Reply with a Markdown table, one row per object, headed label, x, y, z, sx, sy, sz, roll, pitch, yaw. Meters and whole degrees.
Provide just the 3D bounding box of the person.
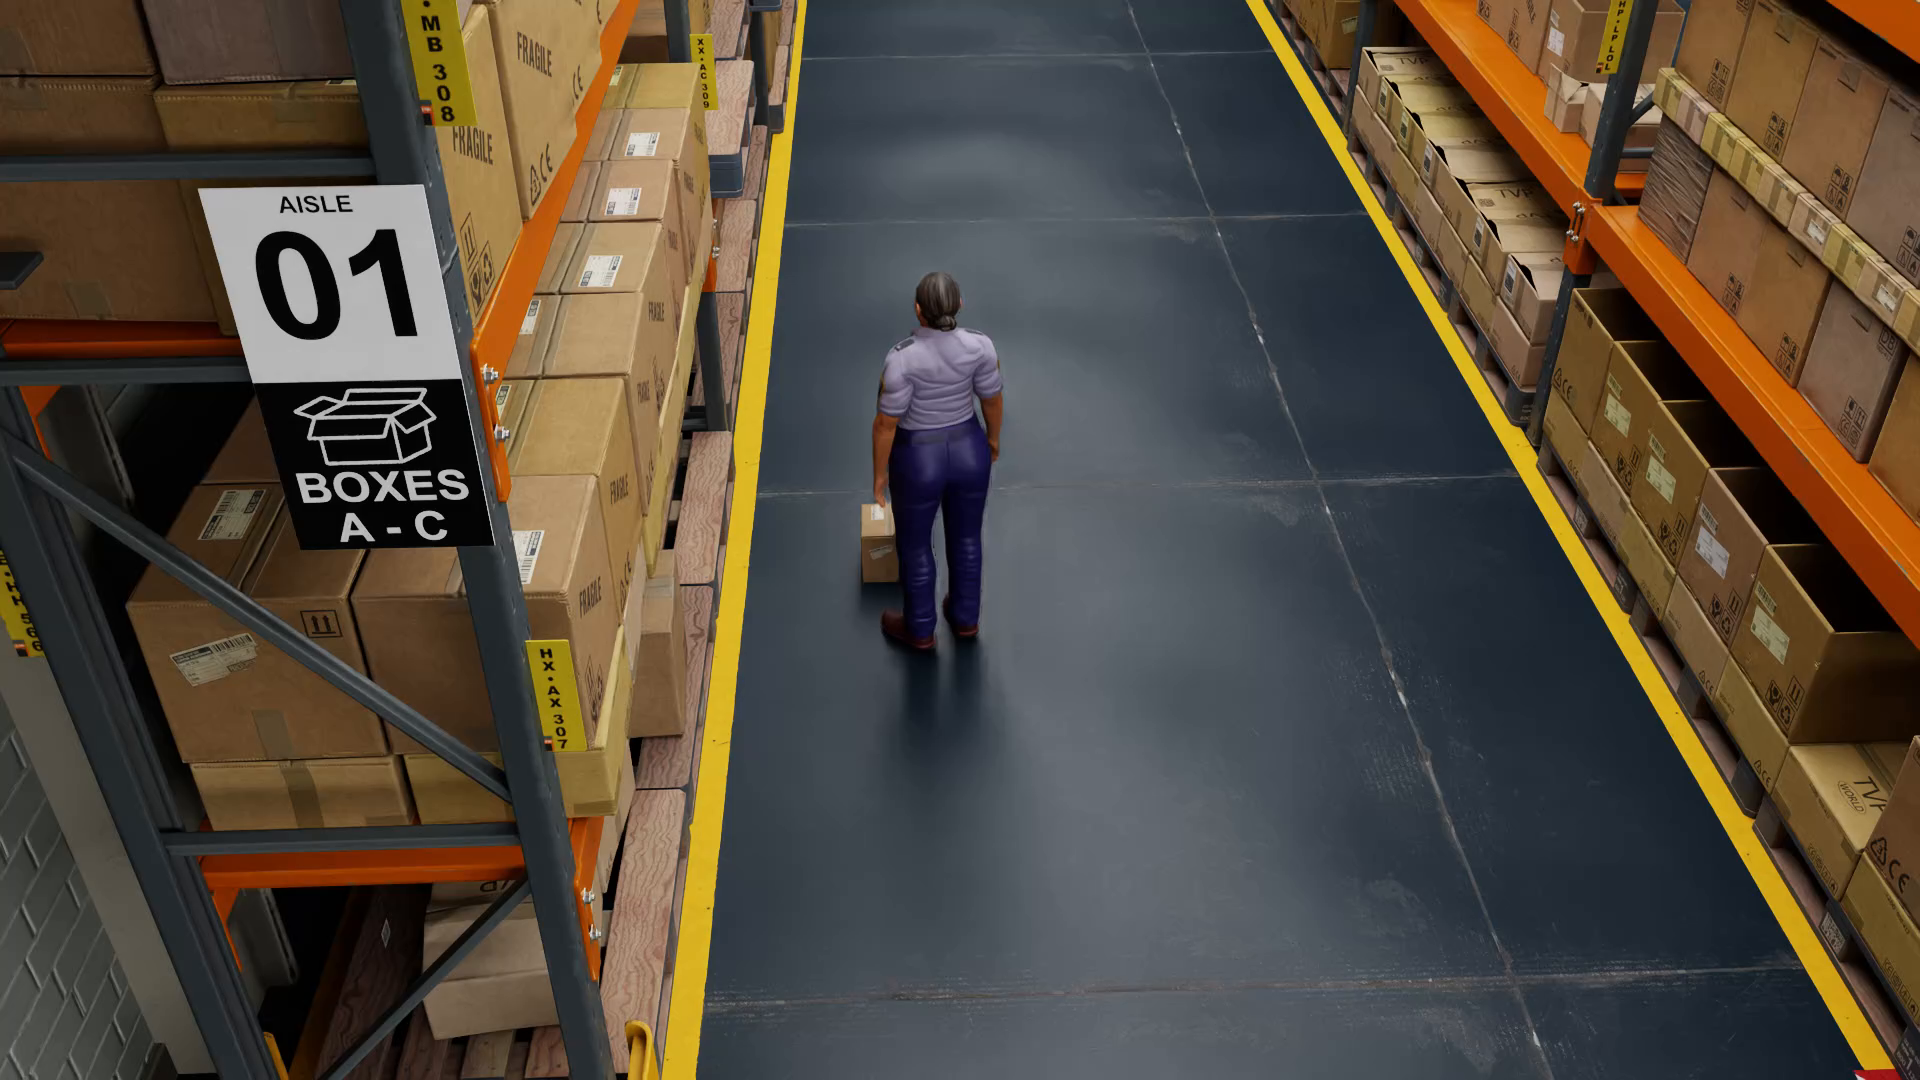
| label | x | y | z | sx | sy | sz | roll | pitch | yaw |
| --- | --- | --- | --- | --- | --- | --- | --- | --- | --- |
| person | -0.086 | -0.339 | 6.548 | 0.566 | 1.583 | 0.349 | -13 | 37 | -17 |
